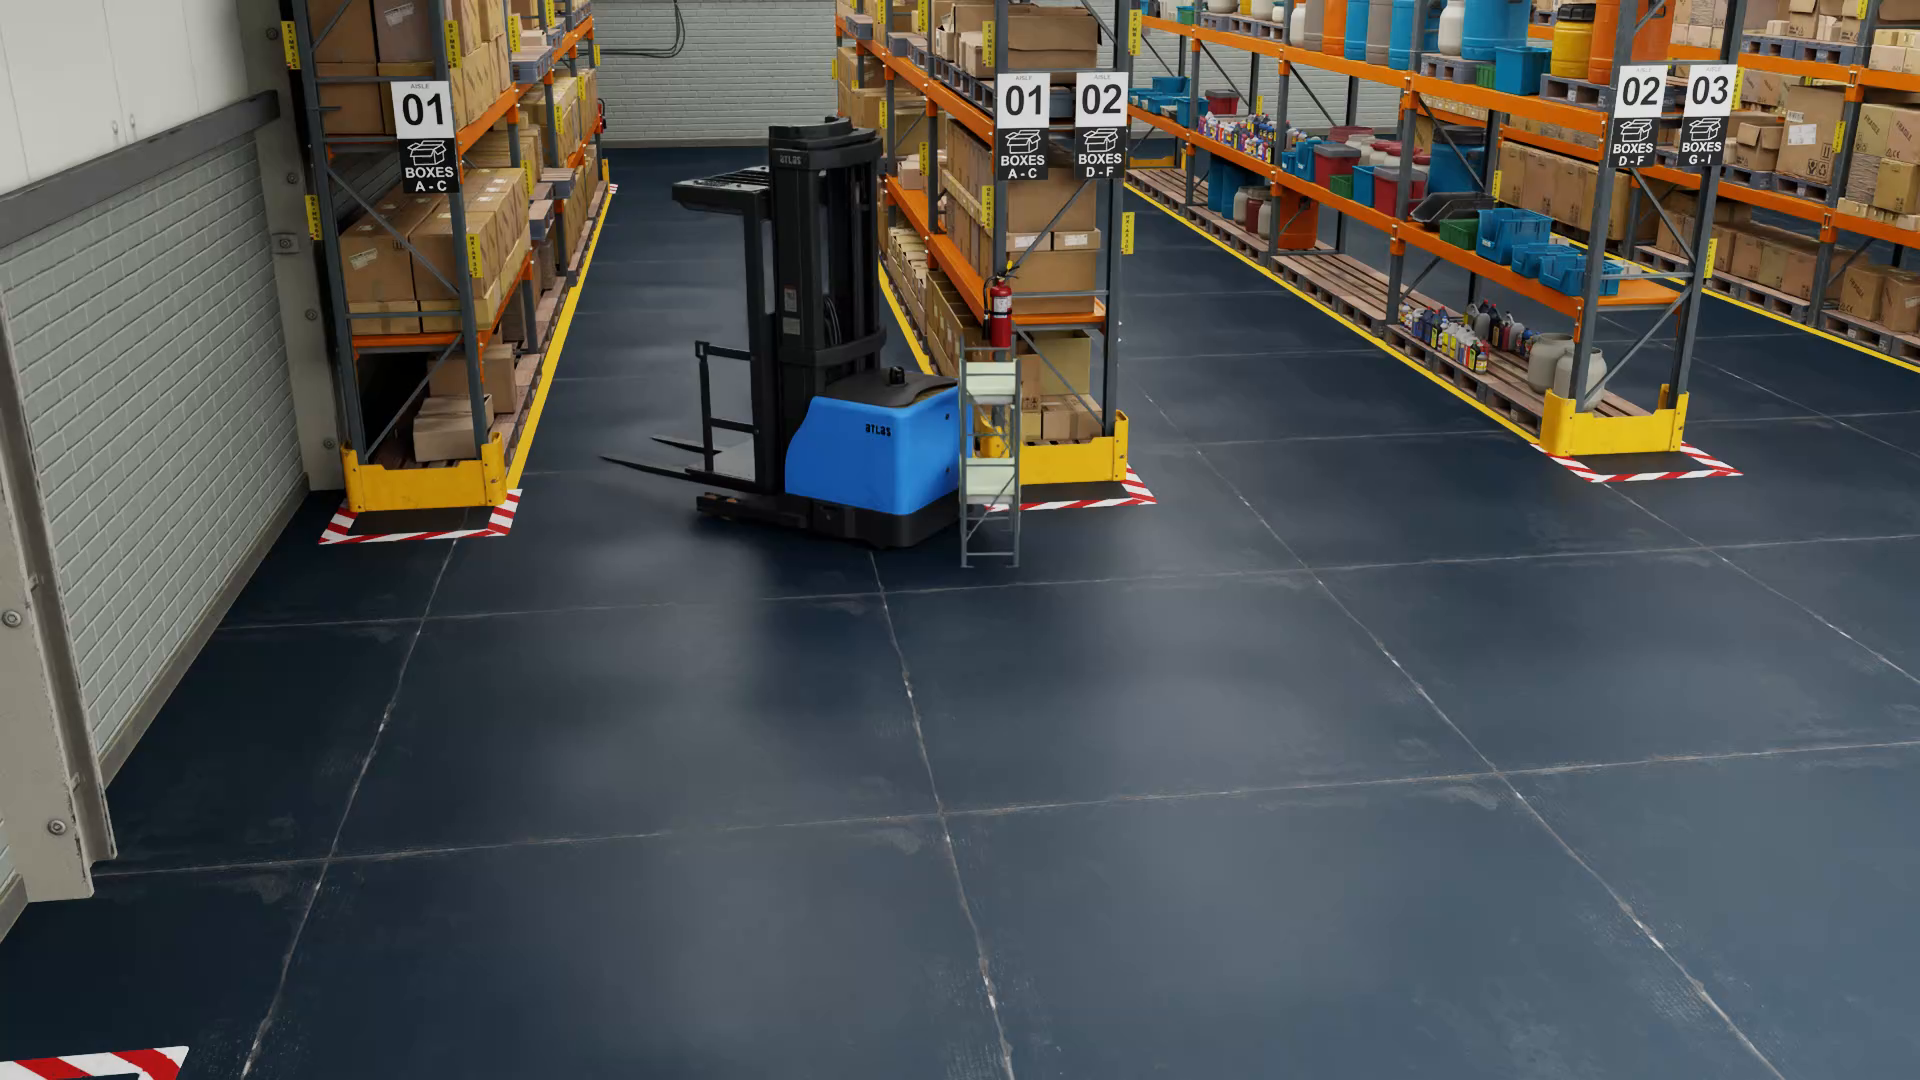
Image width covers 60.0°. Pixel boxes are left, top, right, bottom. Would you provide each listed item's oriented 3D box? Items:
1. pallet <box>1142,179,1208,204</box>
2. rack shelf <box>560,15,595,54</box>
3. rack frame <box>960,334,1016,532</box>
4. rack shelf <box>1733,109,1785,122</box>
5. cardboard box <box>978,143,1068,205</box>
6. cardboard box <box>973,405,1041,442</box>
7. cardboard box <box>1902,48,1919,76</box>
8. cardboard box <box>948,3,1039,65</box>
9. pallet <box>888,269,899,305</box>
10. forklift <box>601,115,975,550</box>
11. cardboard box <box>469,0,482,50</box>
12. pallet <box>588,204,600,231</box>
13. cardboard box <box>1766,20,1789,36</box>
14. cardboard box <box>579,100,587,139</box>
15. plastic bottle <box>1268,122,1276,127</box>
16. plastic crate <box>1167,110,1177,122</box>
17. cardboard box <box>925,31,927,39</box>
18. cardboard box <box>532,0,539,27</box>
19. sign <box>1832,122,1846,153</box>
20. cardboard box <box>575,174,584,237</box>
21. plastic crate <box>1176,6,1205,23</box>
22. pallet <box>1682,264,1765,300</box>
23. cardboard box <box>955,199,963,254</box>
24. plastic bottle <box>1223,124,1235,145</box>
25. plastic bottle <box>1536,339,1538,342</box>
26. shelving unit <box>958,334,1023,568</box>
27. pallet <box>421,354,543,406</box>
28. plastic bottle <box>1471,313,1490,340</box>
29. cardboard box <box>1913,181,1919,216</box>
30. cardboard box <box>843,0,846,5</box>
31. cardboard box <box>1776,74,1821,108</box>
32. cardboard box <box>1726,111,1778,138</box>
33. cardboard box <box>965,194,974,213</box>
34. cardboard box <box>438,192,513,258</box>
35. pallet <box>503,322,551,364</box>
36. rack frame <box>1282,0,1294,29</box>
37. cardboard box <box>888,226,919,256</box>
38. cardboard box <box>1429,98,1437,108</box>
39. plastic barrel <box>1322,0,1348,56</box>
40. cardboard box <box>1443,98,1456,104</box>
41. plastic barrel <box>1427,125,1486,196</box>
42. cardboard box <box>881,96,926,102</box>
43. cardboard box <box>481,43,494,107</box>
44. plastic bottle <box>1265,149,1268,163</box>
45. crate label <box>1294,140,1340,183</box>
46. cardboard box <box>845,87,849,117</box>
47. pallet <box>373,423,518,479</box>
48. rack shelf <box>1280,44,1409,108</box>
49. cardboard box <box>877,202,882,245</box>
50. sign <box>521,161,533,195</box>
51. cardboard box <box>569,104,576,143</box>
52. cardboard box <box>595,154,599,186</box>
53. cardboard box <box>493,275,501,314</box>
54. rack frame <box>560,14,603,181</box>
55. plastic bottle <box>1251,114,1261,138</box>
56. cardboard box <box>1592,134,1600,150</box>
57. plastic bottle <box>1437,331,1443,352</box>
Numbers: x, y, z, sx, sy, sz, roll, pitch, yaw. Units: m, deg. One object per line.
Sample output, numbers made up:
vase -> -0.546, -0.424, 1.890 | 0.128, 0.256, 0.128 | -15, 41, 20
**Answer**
pallet -> 3.606, -5.702, 27.181 | 1.003, 0.211, 1.213 | -3, 21, -8
rack shelf -> -6.162, -7.593, 25.000 | 1.077, 0.370, 4.000 | -3, 21, -8
rack frame -> 0.199, -0.764, 12.119 | 0.400, 1.500, 0.023 | 0, 20, -1
rack shelf -> 13.466, -7.153, 28.108 | 1.077, 0.370, 4.000 | -3, 21, -8
cardboard box -> 0.541, -3.120, 14.287 | 0.700, 0.500, 0.500 | -3, 21, -8
cardboard box -> 0.388, -1.008, 13.958 | 0.500, 0.250, 0.500 | -3, 21, -8
cardboard box -> 9.877, -4.795, 16.696 | 0.500, 0.250, 0.500 | -3, 21, -8
cardboard box -> 0.294, -4.453, 14.617 | 0.797, 0.503, 0.637 | -1, 20, -2
pallet -> -0.316, -3.105, 20.229 | 1.003, 0.211, 1.213 | -3, 21, -8
forklift -> -1.419, -1.666, 12.487 | 3.031, 2.935, 1.130 | 12, 23, 28
cardboard box -> -4.066, -4.106, 13.036 | 0.500, 0.500, 0.500 | -2, 21, -6
pallet -> -5.906, -4.793, 24.749 | 1.003, 0.211, 1.213 | -3, 21, -8
cardboard box -> 9.615, -5.949, 19.303 | 0.380, 0.166, 0.250 | -3, 21, -9
cardboard box -> -5.936, -6.162, 23.998 | 0.980, 0.700, 0.700 | -3, 21, -7
plastic bottle -> 4.451, -5.806, 23.652 | 0.152, 0.276, 0.135 | -3, 21, -8
plastic crate -> 3.503, -6.605, 25.922 | 0.437, 0.125, 0.590 | -3, 21, -8
cardboard box -> -0.110, -5.697, 18.509 | 0.500, 0.250, 0.500 | -3, 21, -9
cardboard box -> -5.619, -6.644, 20.659 | 0.700, 0.500, 0.500 | -2, 21, -5
sign -> 9.436, -4.325, 17.855 | 0.100, 0.325, 0.005 | -3, 21, -8
cardboard box -> -5.520, -4.496, 22.439 | 0.750, 0.750, 0.750 | -2, 21, -6
plastic crate -> 3.483, -7.958, 25.188 | 0.416, 0.233, 0.300 | -3, 21, -8
pallet -> 9.692, -3.199, 20.479 | 1.003, 0.211, 1.213 | -3, 21, -8
cardboard box -> 0.334, -3.025, 15.886 | 0.700, 0.500, 0.500 | -3, 21, -8
plastic bottle -> 3.787, -5.694, 23.351 | 0.152, 0.276, 0.135 | -3, 21, -8
plastic bottle -> 5.657, -1.868, 16.200 | 0.097, 0.271, 0.097 | 0, 20, 0
shelving unit -> 0.204, -0.636, 11.776 | 0.431, 1.500, 0.755 | 0, 20, -1
pallet -> -4.589, -1.526, 15.999 | 1.003, 0.211, 1.213 | -3, 21, -8
plastic bottle -> 5.346, -2.201, 17.087 | 0.152, 0.276, 0.135 | -3, 21, -8
cardboard box -> 10.197, -3.497, 16.723 | 0.875, 0.500, 0.500 | -3, 21, -8
cardboard box -> -1.521, -8.327, 25.437 | 0.500, 0.250, 0.500 | -3, 21, -8
cardboard box -> 13.405, -7.137, 26.469 | 0.500, 0.500, 0.500 | -3, 21, -8
cardboard box -> 9.705, -5.068, 20.754 | 0.700, 0.500, 0.500 | 0, 20, 0
cardboard box -> 0.255, -3.026, 14.960 | 0.380, 0.149, 0.250 | -3, 21, -8
cardboard box -> -4.131, -2.678, 14.212 | 0.500, 0.500, 0.500 | -2, 21, -6
pallet -> -4.834, -2.026, 17.339 | 1.003, 0.211, 1.213 | -3, 21, -8
rack frame -> 4.507, -7.758, 20.125 | 1.000, 3.000, 0.127 | -3, 21, -8
cardboard box -> -0.611, -3.674, 20.294 | 0.500, 0.311, 0.500 | -2, 21, -6
cardboard box -> 8.129, -7.354, 27.978 | 0.380, 0.149, 0.250 | -3, 21, -9
plastic barrel -> 4.504, -6.032, 19.178 | 0.600, 0.830, 0.708 | -3, 21, -8
cardboard box -> 8.287, -7.322, 27.323 | 0.500, 0.250, 0.500 | -3, 21, -9
plastic barrel -> 5.327, -3.946, 17.778 | 0.600, 0.901, 0.708 | -3, 21, -8
cardboard box -> -0.656, -5.719, 22.497 | 0.700, 0.500, 0.500 | -8, 22, -21
cardboard box -> -4.164, -3.819, 13.696 | 0.500, 0.500, 0.500 | -2, 21, -4
plastic bottle -> 4.028, -5.014, 21.637 | 0.097, 0.201, 0.097 | 0, 20, 0
crate label -> 4.382, -4.606, 20.211 | 0.502, 0.435, 0.616 | -3, 21, -8
cardboard box -> -1.526, -6.823, 26.054 | 0.500, 0.500, 0.500 | -3, 21, -7
pallet -> -4.237, -0.681, 13.737 | 1.003, 0.211, 1.213 | -3, 21, -8
rack shelf -> 4.795, -5.323, 18.922 | 1.077, 0.370, 4.000 | -3, 21, -8
cardboard box -> -0.837, -4.225, 22.185 | 0.500, 0.500, 0.500 | -4, 21, -10
sign -> -4.185, -3.498, 16.058 | 0.100, 0.325, 0.005 | -3, 21, -8
cardboard box -> -5.410, -5.531, 22.140 | 0.500, 0.500, 0.500 | -3, 21, -8
cardboard box -> -6.250, -6.006, 26.982 | 0.700, 0.500, 0.500 | -3, 21, -8
cardboard box -> -3.989, -1.981, 13.419 | 0.500, 0.250, 0.500 | -4, 21, -9
rack frame -> -6.450, -7.218, 27.253 | 1.000, 3.000, 0.127 | -3, 21, -8
plastic bottle -> 4.270, -5.936, 23.893 | 0.144, 0.351, 0.185 | -3, 21, -8
cardboard box -> 9.025, -5.575, 22.713 | 0.500, 0.500, 0.500 | -3, 21, -8
plastic bottle -> 4.834, -1.993, 16.635 | 0.097, 0.201, 0.097 | 0, 20, 0
